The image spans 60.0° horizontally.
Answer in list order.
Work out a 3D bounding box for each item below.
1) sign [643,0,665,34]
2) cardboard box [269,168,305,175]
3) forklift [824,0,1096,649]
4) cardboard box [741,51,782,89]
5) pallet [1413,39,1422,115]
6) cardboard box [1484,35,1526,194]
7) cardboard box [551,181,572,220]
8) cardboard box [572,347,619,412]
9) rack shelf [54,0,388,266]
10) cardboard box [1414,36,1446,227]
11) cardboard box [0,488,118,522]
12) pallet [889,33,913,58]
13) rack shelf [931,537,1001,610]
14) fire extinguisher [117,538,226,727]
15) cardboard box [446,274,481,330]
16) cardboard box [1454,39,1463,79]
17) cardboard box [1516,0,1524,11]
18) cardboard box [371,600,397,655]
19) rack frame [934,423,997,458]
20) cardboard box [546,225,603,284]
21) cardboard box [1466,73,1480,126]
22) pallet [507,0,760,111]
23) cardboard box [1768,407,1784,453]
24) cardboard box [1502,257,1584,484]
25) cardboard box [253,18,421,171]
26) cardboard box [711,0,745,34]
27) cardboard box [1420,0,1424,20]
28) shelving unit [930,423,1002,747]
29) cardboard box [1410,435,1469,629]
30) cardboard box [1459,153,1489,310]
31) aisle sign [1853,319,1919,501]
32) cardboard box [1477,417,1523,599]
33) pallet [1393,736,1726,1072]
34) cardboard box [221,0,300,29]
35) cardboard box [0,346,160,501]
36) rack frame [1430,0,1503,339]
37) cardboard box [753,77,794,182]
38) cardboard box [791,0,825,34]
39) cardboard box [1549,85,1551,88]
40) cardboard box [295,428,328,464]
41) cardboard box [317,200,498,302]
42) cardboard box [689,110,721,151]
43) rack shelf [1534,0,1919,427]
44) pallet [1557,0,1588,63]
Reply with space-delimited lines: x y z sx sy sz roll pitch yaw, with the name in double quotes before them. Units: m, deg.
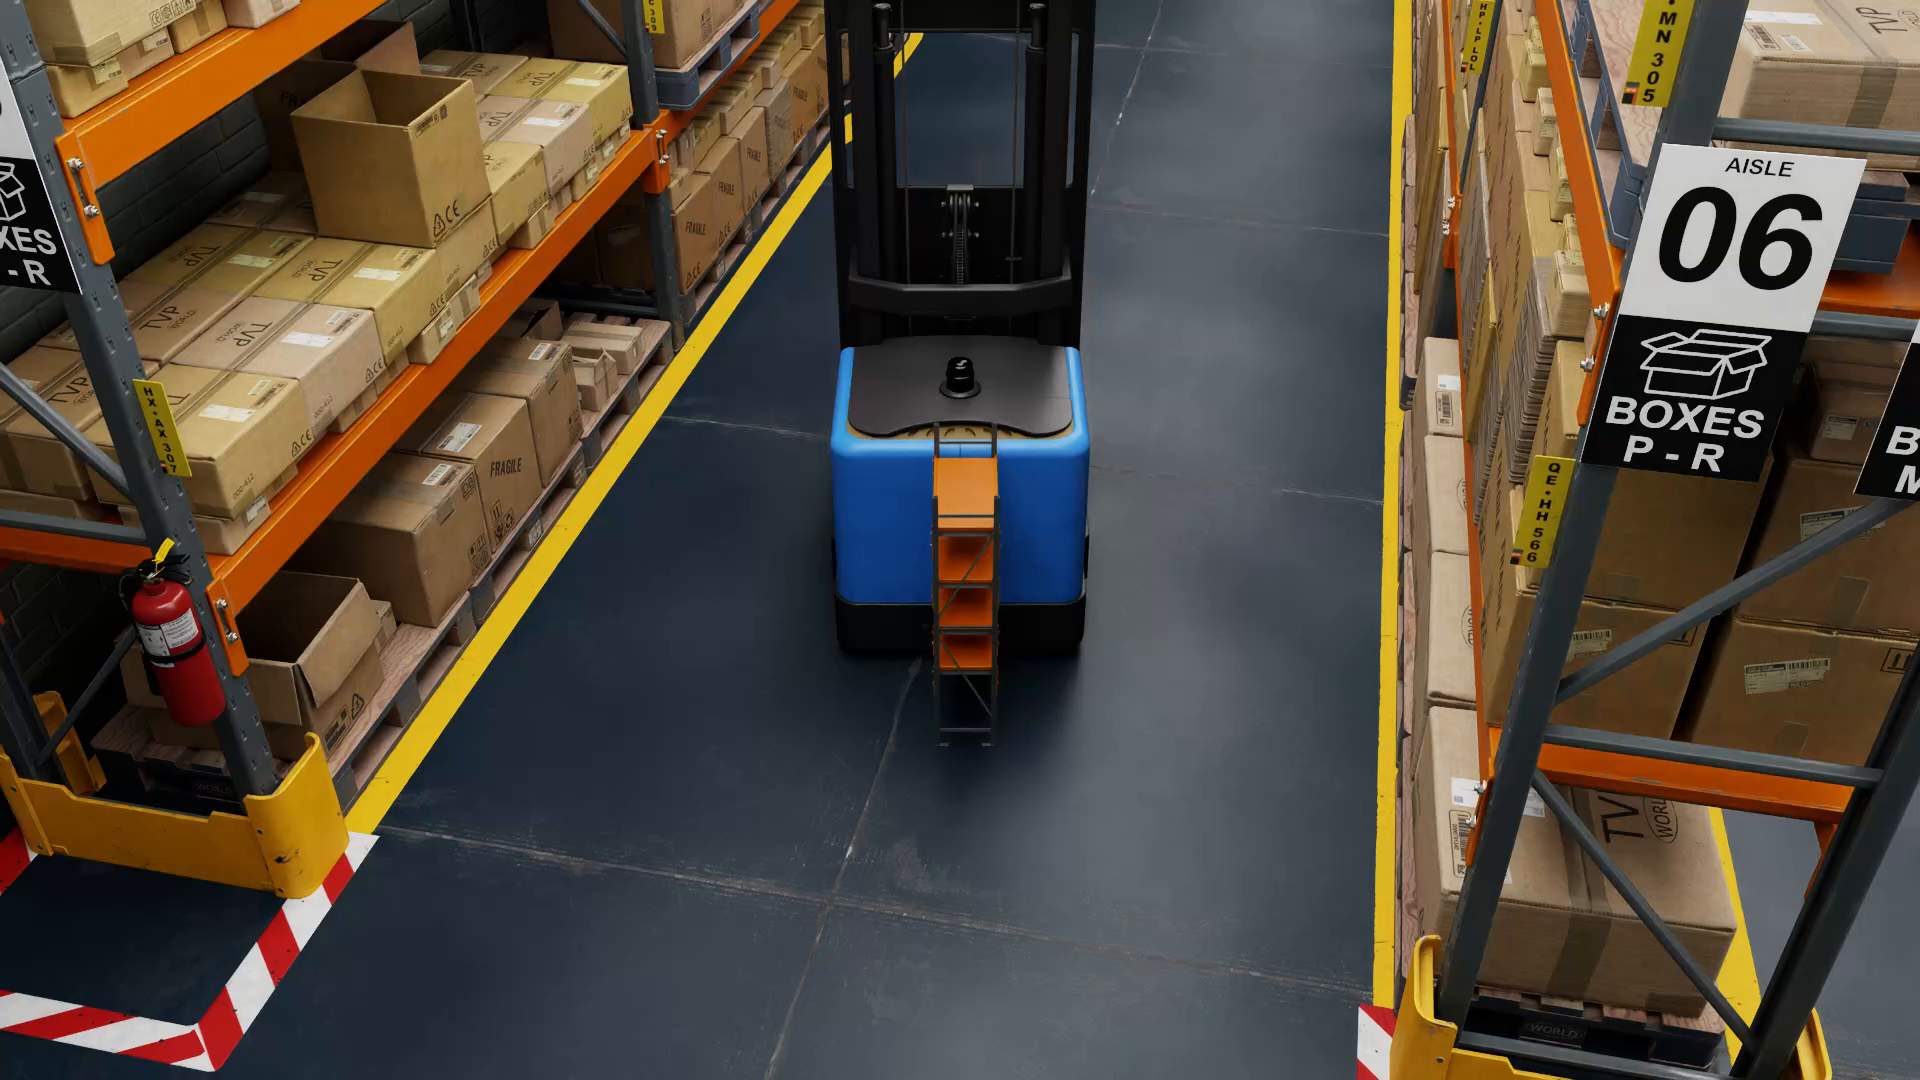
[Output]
"sign" -1.500 -2.625 8.079 0.100 0.325 0.005 7 37 10
"cardboard box" -2.614 -1.564 7.226 0.500 0.250 0.500 8 37 11
"forklift" -0.001 -1.557 7.400 1.130 2.935 3.031 0 36 0
"cardboard box" -1.346 -2.981 10.526 0.380 0.149 0.250 6 36 8
"pallet" 3.841 -3.330 12.165 1.003 0.211 1.213 7 37 10
"cardboard box" 2.366 -1.632 6.509 0.500 0.500 0.500 7 36 9
"cardboard box" -2.002 -1.571 7.576 0.380 0.149 0.250 8 37 11
"cardboard box" -1.940 -0.841 8.326 0.396 0.266 0.258 9 37 12
"rack shelf" -2.459 -2.115 6.169 1.077 0.370 4.000 7 37 10
"cardboard box" 3.249 -2.425 9.992 0.875 0.875 0.875 8 37 11
"cardboard box" -3.078 -0.167 5.639 0.380 0.149 0.250 7 37 9
"pallet" -0.964 -3.970 13.047 1.003 0.211 1.213 7 37 10
"rack shelf" 0.021 0.062 6.375 0.258 0.148 0.480 0 36 0
"fire extinguisher" -2.466 0.279 5.192 0.296 0.674 0.183 7 37 10
"cardboard box" -2.188 -0.983 6.765 0.380 0.149 0.250 8 37 11
"cardboard box" 2.904 -2.525 8.806 0.500 0.250 0.500 6 36 9
"cardboard box" 2.497 -2.278 6.847 0.380 0.149 0.250 7 36 9
"cardboard box" -2.534 0.362 6.766 0.380 0.149 0.250 6 36 8
"rack frame" 0.021 0.046 6.664 0.240 1.200 0.015 0 36 0
"cardboard box" -2.216 -1.815 9.470 0.500 0.500 0.500 7 37 10
"cardboard box" 2.675 -2.143 7.853 0.500 0.250 0.500 7 37 10
"pallet" -1.755 -2.705 9.090 1.003 0.211 1.213 7 37 10
"cardboard box" 1.845 -0.364 4.206 0.380 0.149 0.250 8 37 11
"cardboard box" 1.917 -0.480 4.919 0.500 0.500 0.500 7 37 10
"cardboard box" -2.610 -1.881 7.025 0.500 0.500 0.500 6 36 9
"cardboard box" -1.599 -3.095 9.021 0.700 0.500 0.500 8 37 10
"cardboard box" 4.120 -4.298 13.006 0.950 0.372 0.625 8 37 12
"shelving unit" 0.021 0.189 6.467 0.258 1.200 0.503 0 36 0
"cardboard box" 2.388 0.009 7.007 0.875 0.438 0.875 6 36 9
"cardboard box" 2.351 -1.235 6.812 0.500 0.500 0.500 8 37 10
"aisle sign" 2.232 -0.400 3.531 0.394 0.787 0.004 7 37 10
"cardboard box" 1.930 -0.061 5.193 0.500 0.500 0.500 7 36 9
"pallet" 2.058 1.236 5.865 1.003 0.211 1.213 7 37 10
"cardboard box" -2.335 -1.740 5.253 0.380 0.149 0.250 8 37 11
"cardboard box" -3.047 -0.402 5.623 0.500 0.250 0.500 8 37 11
"rack frame" 2.818 -1.718 7.565 1.000 3.000 0.127 7 37 10
"cardboard box" -1.377 -2.634 10.601 0.500 0.500 0.500 6 36 8
"cardboard box" -1.064 -3.577 11.349 0.380 0.149 0.250 6 36 8
"cardboard box" 2.273 -1.539 5.828 0.380 0.149 0.250 7 37 10
"cardboard box" -2.517 -0.404 5.966 0.380 0.149 0.250 7 36 9
"cardboard box" -2.225 -1.207 6.734 0.500 0.250 0.500 6 36 9
"cardboard box" -1.623 -2.407 9.735 0.380 0.149 0.250 7 36 9
"rack shelf" 2.391 -1.495 5.314 1.077 0.370 4.000 7 37 10
"pallet" 2.370 -1.732 5.103 1.003 0.211 1.213 7 37 10
